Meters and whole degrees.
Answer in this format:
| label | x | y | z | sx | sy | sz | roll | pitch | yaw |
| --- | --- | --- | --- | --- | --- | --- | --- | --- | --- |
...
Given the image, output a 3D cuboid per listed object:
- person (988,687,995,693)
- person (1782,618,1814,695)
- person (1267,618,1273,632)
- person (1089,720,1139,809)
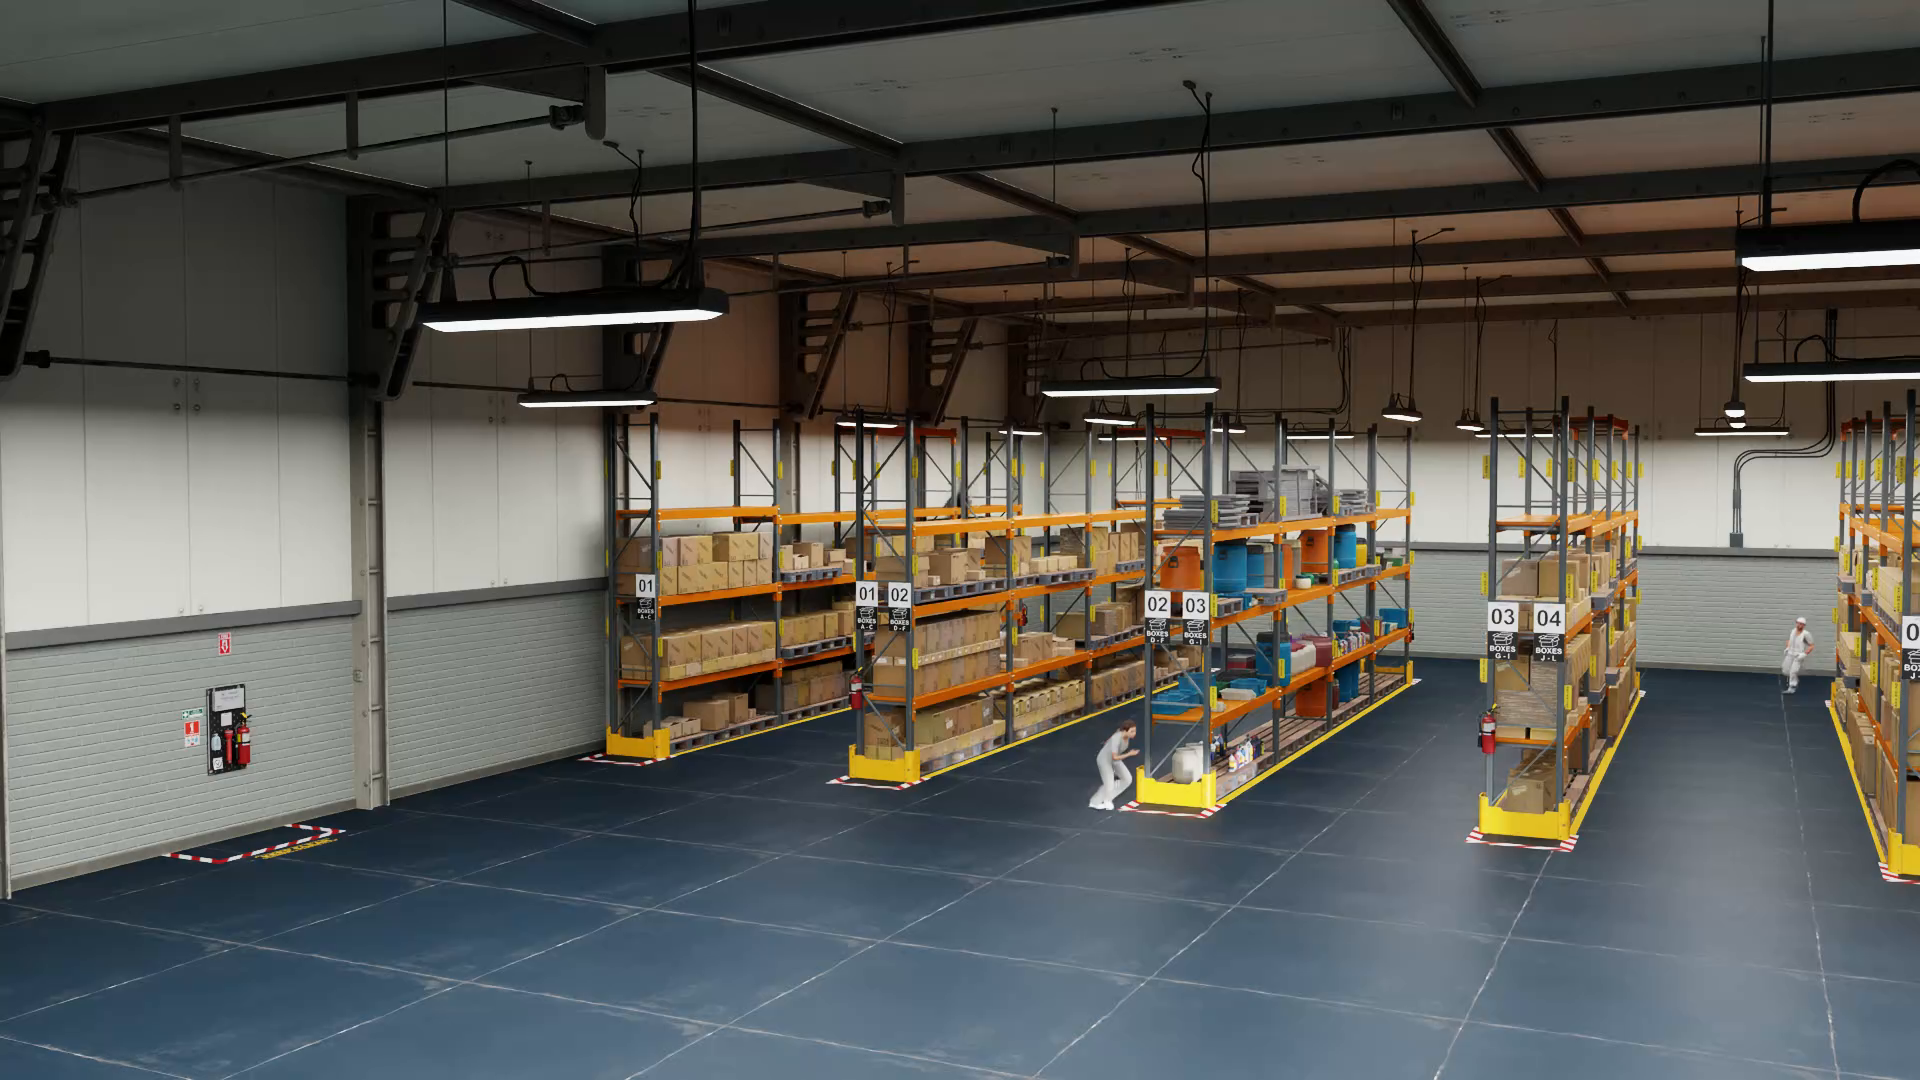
| label | x | y | z | sx | sy | sz | roll | pitch | yaw |
| --- | --- | --- | --- | --- | --- | --- | --- | --- | --- |
| person | 0.452 | 2.676 | 35.671 | 0.716 | 1.601 | 1.096 | 2 | 3 | 38 |
| person | 18.640 | 2.588 | 36.943 | 0.589 | 1.743 | 0.714 | -1 | 3 | -30 |
| person | 6.843 | 2.598 | 36.236 | 0.654 | 1.785 | 0.714 | 2 | 3 | 41 |
| person | 2.249 | 3.275 | 24.248 | 0.958 | 1.387 | 0.564 | 2 | 3 | 39 |
